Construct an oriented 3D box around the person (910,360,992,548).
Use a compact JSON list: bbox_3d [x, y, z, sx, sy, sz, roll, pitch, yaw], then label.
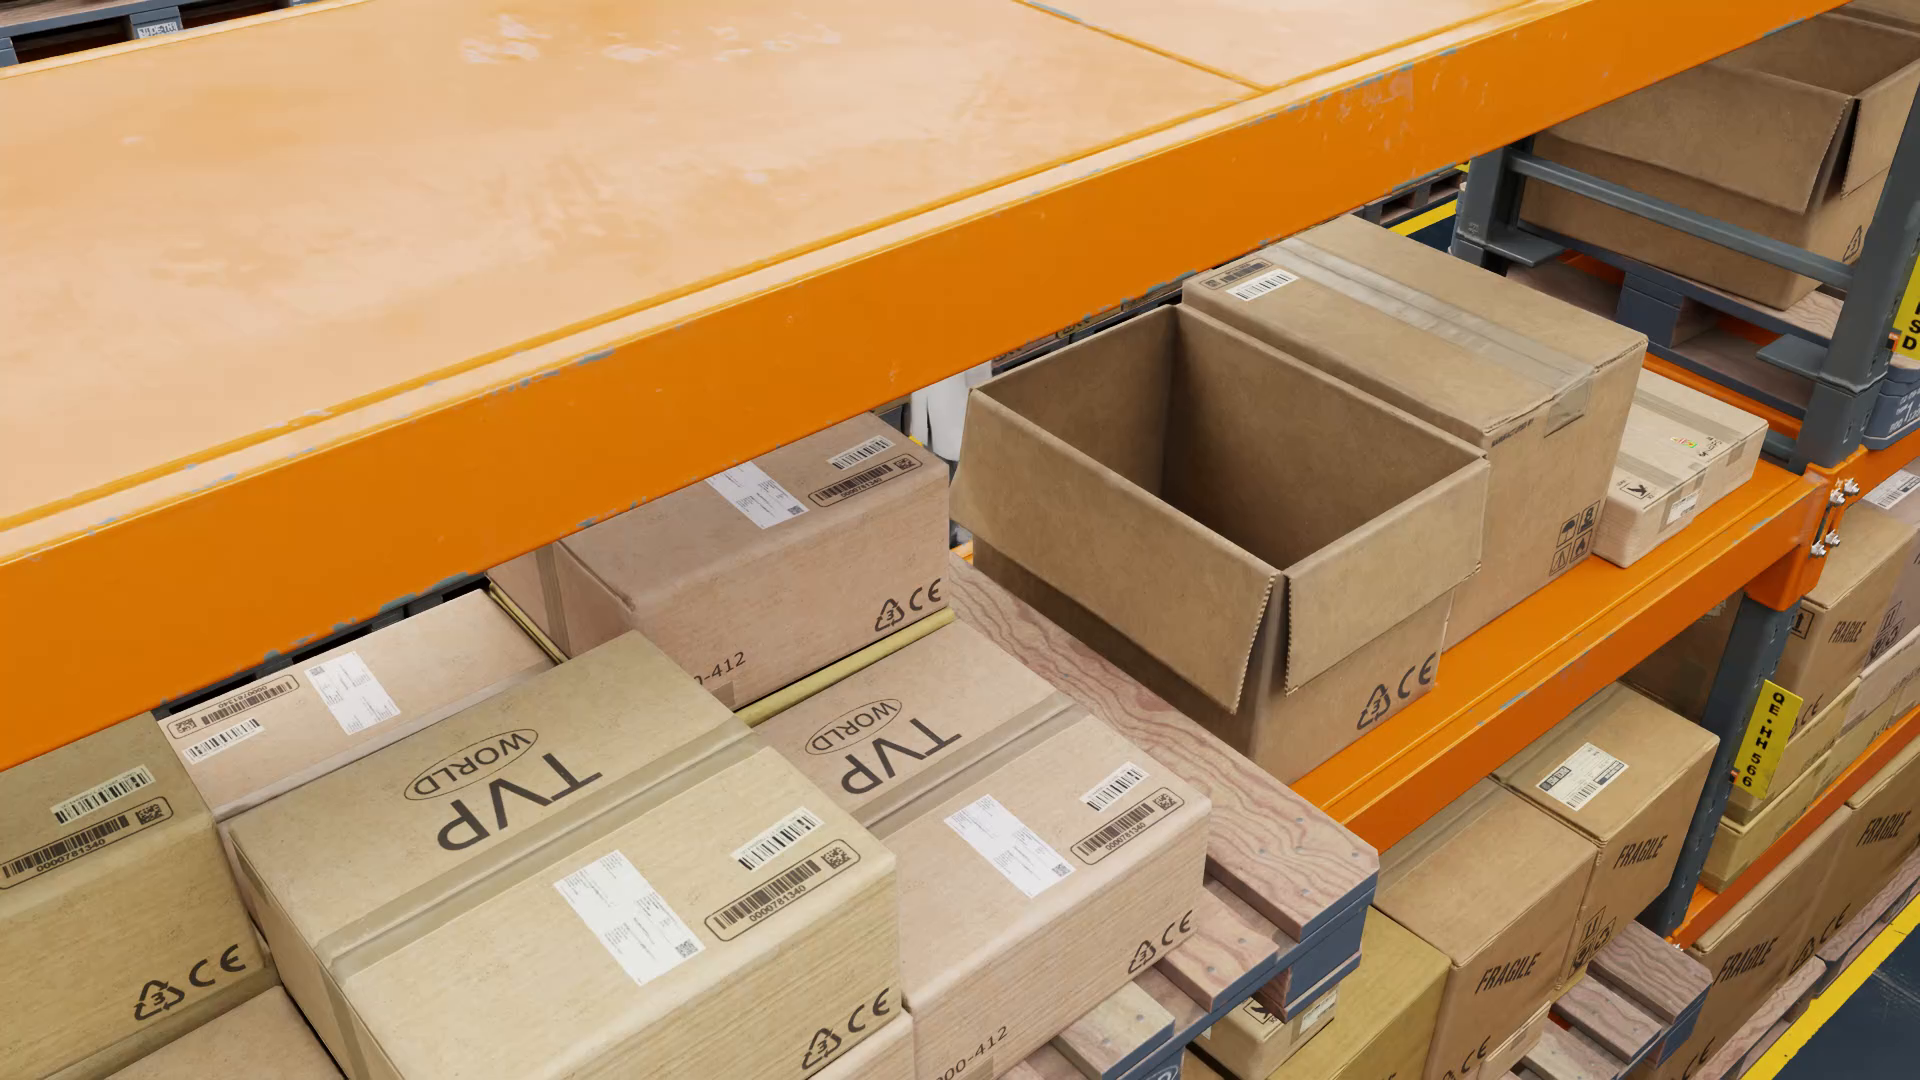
[{"bbox_3d":[-0.014,-0.667,7.593,0.386,1.789,0.606,-25,42,-31],"label":"person"}]
